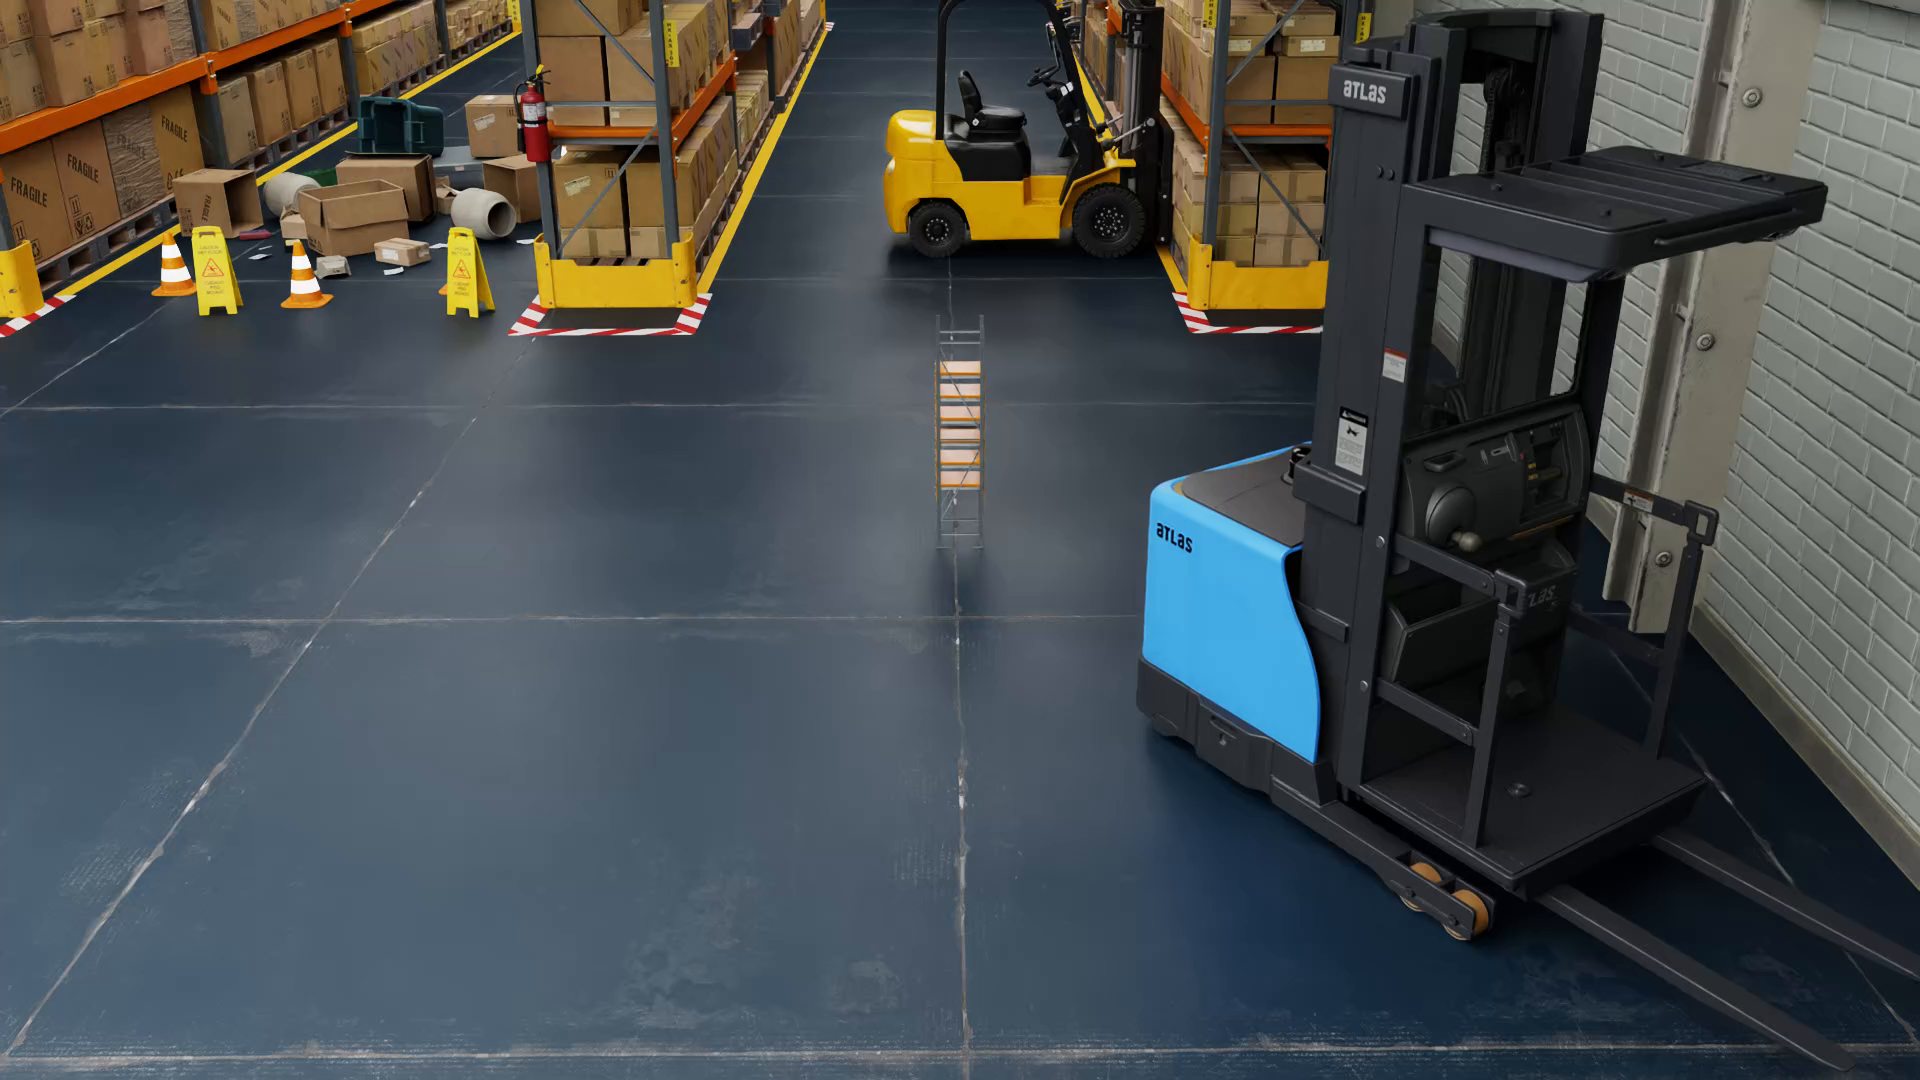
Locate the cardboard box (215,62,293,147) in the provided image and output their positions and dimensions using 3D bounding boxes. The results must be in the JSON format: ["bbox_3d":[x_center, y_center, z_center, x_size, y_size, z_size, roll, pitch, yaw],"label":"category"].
[{"bbox_3d":[-7.718,-4.576,17.448,1.050,0.750,0.750,0,24,-1],"label":"cardboard box"}]

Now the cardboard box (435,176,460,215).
[{"bbox_3d":[-4.803,-3.230,15.569,0.258,0.266,0.396,-19,31,-36],"label":"cardboard box"}]

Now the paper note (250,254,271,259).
[{"bbox_3d":[-5.889,-2.392,14.003,0.144,0.017,0.142,8,26,18],"label":"paper note"}]

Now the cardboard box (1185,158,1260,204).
[{"bbox_3d":[2.025,-2.779,12.868,0.500,0.250,0.500,1,24,1],"label":"cardboard box"}]

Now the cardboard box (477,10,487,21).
[{"bbox_3d":[-7.444,-7.980,25.344,0.380,0.149,0.250,1,24,2],"label":"cardboard box"}]

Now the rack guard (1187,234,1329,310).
[{"bbox_3d":[2.342,-2.048,12.671,1.175,0.500,0.348,0,24,-1],"label":"rack guard"}]

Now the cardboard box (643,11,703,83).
[{"bbox_3d":[-2.365,-3.973,13.413,0.500,0.500,0.500,-1,24,-2],"label":"cardboard box"}]

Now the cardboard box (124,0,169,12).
[{"bbox_3d":[-7.522,-4.939,14.538,0.875,0.550,0.550,0,24,-1],"label":"cardboard box"}]

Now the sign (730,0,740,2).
[{"bbox_3d":[-2.123,-5.221,15.603,0.100,0.325,0.005,0,24,-1],"label":"sign"}]

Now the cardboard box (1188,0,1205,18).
[{"bbox_3d":[2.021,-4.239,13.212,0.380,0.149,0.250,0,24,1],"label":"cardboard box"}]

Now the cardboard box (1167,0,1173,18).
[{"bbox_3d":[2.003,-4.629,14.437,0.380,0.149,0.250,0,24,-1],"label":"cardboard box"}]

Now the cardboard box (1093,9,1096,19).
[{"bbox_3d":[2.029,-7.226,22.824,0.380,0.149,0.250,-1,24,-2],"label":"cardboard box"}]

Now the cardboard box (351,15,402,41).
[{"bbox_3d":[-7.421,-6.497,21.090,0.500,0.250,0.500,0,24,0],"label":"cardboard box"}]

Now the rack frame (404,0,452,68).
[{"bbox_3d":[-7.701,-8.053,22.916,1.000,3.000,0.127,0,24,-1],"label":"rack frame"}]

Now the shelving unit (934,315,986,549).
[{"bbox_3d":[0.000,-0.541,8.490,0.258,1.200,0.189,0,24,-1],"label":"shelving unit"}]

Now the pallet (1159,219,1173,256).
[{"bbox_3d":[2.281,-2.742,14.557,1.003,0.211,1.213,0,24,-1],"label":"pallet"}]

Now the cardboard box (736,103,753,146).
[{"bbox_3d":[-2.685,-4.327,17.357,0.950,0.372,0.625,1,24,3],"label":"cardboard box"}]

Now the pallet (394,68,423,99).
[{"bbox_3d":[-7.675,-5.958,21.667,1.003,0.211,1.213,0,24,-1],"label":"pallet"}]

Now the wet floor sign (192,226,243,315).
[{"bbox_3d":[-5.590,-2.033,12.462,0.267,0.644,0.232,-4,25,-10],"label":"wet floor sign"}]

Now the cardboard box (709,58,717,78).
[{"bbox_3d":[-2.343,-4.157,14.605,0.380,0.149,0.250,-1,24,-1],"label":"cardboard box"}]

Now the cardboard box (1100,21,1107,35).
[{"bbox_3d":[2.009,-6.590,21.417,0.380,0.149,0.250,-1,24,-3],"label":"cardboard box"}]

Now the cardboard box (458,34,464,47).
[{"bbox_3d":[-7.387,-7.207,23.995,0.380,0.149,0.250,0,24,1],"label":"cardboard box"}]

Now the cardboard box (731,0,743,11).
[{"bbox_3d":[-2.384,-5.388,16.030,0.500,0.500,0.500,0,24,1],"label":"cardboard box"}]

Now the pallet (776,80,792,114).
[{"bbox_3d":[-2.642,-5.524,20.707,1.003,0.211,1.213,0,24,-1],"label":"pallet"}]

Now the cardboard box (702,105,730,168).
[{"bbox_3d":[-2.383,-3.649,15.095,0.500,0.500,0.500,0,24,0],"label":"cardboard box"}]

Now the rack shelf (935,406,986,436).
[{"bbox_3d":[0.000,-0.610,8.458,0.258,0.103,0.180,0,24,-1],"label":"rack shelf"}]

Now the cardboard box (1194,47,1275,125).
[{"bbox_3d":[2.074,-3.444,12.602,0.500,0.500,0.500,-1,24,-2],"label":"cardboard box"}]

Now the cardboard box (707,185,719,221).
[{"bbox_3d":[-2.371,-2.880,14.304,0.500,0.250,0.500,1,24,3],"label":"cardboard box"}]

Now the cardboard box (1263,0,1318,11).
[{"bbox_3d":[2.578,-4.131,12.975,0.380,0.149,0.250,0,24,0],"label":"cardboard box"}]

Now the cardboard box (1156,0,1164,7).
[{"bbox_3d":[2.042,-4.706,15.394,0.500,0.500,0.500,-1,24,-2],"label":"cardboard box"}]

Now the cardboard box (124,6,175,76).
[{"bbox_3d":[-7.569,-4.447,14.760,0.875,0.550,0.550,0,24,-1],"label":"cardboard box"}]

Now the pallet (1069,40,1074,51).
[{"bbox_3d":[2.188,-7.657,25.425,1.003,0.211,1.213,0,24,-1],"label":"pallet"}]

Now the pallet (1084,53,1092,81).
[{"bbox_3d":[2.257,-6.536,22.944,1.003,0.211,1.213,0,24,-1],"label":"pallet"}]

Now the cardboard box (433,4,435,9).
[{"bbox_3d":[-8.053,-7.899,24.804,0.380,0.149,0.250,-1,24,-2],"label":"cardboard box"}]

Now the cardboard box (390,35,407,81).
[{"bbox_3d":[-7.430,-6.169,21.273,0.500,0.500,0.500,-1,24,-2],"label":"cardboard box"}]

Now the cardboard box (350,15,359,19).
[{"bbox_3d":[-7.934,-6.497,21.090,0.500,0.250,0.500,0,24,1],"label":"cardboard box"}]

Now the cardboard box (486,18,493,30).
[{"bbox_3d":[-7.429,-7.957,25.653,0.380,0.149,0.250,-1,24,-3],"label":"cardboard box"}]

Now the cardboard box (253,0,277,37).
[{"bbox_3d":[-7.360,-5.434,17.004,0.500,0.500,0.500,0,24,-1],"label":"cardboard box"}]

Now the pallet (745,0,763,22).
[{"bbox_3d":[-2.647,-5.566,17.650,1.003,0.211,1.213,0,24,-1],"label":"pallet"}]

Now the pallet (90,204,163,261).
[{"bbox_3d":[-7.668,-2.669,14.394,1.003,0.211,1.213,0,24,-1],"label":"pallet"}]

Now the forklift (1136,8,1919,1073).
[{"bbox_3d":[1.987,-0.187,5.608,1.130,2.935,3.031,-16,29,-31],"label":"forklift"}]

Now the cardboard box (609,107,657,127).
[{"bbox_3d":[-2.419,-3.199,12.488,0.380,0.149,0.250,0,24,0],"label":"cardboard box"}]

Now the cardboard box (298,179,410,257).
[{"bbox_3d":[-5.173,-2.747,14.214,0.797,0.503,0.637,-19,31,-36],"label":"cardboard box"}]

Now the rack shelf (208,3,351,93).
[{"bbox_3d":[-7.636,-5.253,17.598,1.077,0.370,4.000,0,24,-1],"label":"rack shelf"}]

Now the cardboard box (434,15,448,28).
[{"bbox_3d":[-7.498,-7.360,23.611,0.380,0.149,0.250,1,24,2],"label":"cardboard box"}]

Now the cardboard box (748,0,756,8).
[{"bbox_3d":[-2.342,-5.664,17.429,0.380,0.149,0.250,1,24,1],"label":"cardboard box"}]

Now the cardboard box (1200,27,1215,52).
[{"bbox_3d":[2.025,-3.784,12.569,0.380,0.149,0.250,0,24,0],"label":"cardboard box"}]

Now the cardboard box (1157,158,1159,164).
[{"bbox_3d":[1.996,-3.395,14.838,0.500,0.250,0.500,0,24,-1],"label":"cardboard box"}]

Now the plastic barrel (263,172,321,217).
[{"bbox_3d":[-6.068,-3.122,15.140,0.512,0.421,0.421,19,30,35],"label":"plastic barrel"}]

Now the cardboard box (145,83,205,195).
[{"bbox_3d":[-7.677,-3.721,15.405,0.875,0.875,0.875,0,24,0],"label":"cardboard box"}]

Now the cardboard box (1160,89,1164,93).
[{"bbox_3d":[2.281,-4.169,16.700,0.875,0.625,0.625,1,24,2],"label":"cardboard box"}]

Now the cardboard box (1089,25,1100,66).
[{"bbox_3d":[2.008,-6.568,22.156,0.500,0.500,0.500,-1,24,-2],"label":"cardboard box"}]

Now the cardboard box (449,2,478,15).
[{"bbox_3d":[-7.489,-8.004,25.035,0.380,0.149,0.250,0,24,0],"label":"cardboard box"}]

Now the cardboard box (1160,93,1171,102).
[{"bbox_3d":[1.989,-4.038,15.652,0.500,0.250,0.500,-1,24,-1],"label":"cardboard box"}]

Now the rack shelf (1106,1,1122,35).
[{"bbox_3d":[2.276,-5.341,17.792,1.077,0.370,4.000,0,24,-1],"label":"rack shelf"}]

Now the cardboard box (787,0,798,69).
[{"bbox_3d":[-2.648,-6.713,22.022,0.875,0.875,0.875,0,24,1],"label":"cardboard box"}]
